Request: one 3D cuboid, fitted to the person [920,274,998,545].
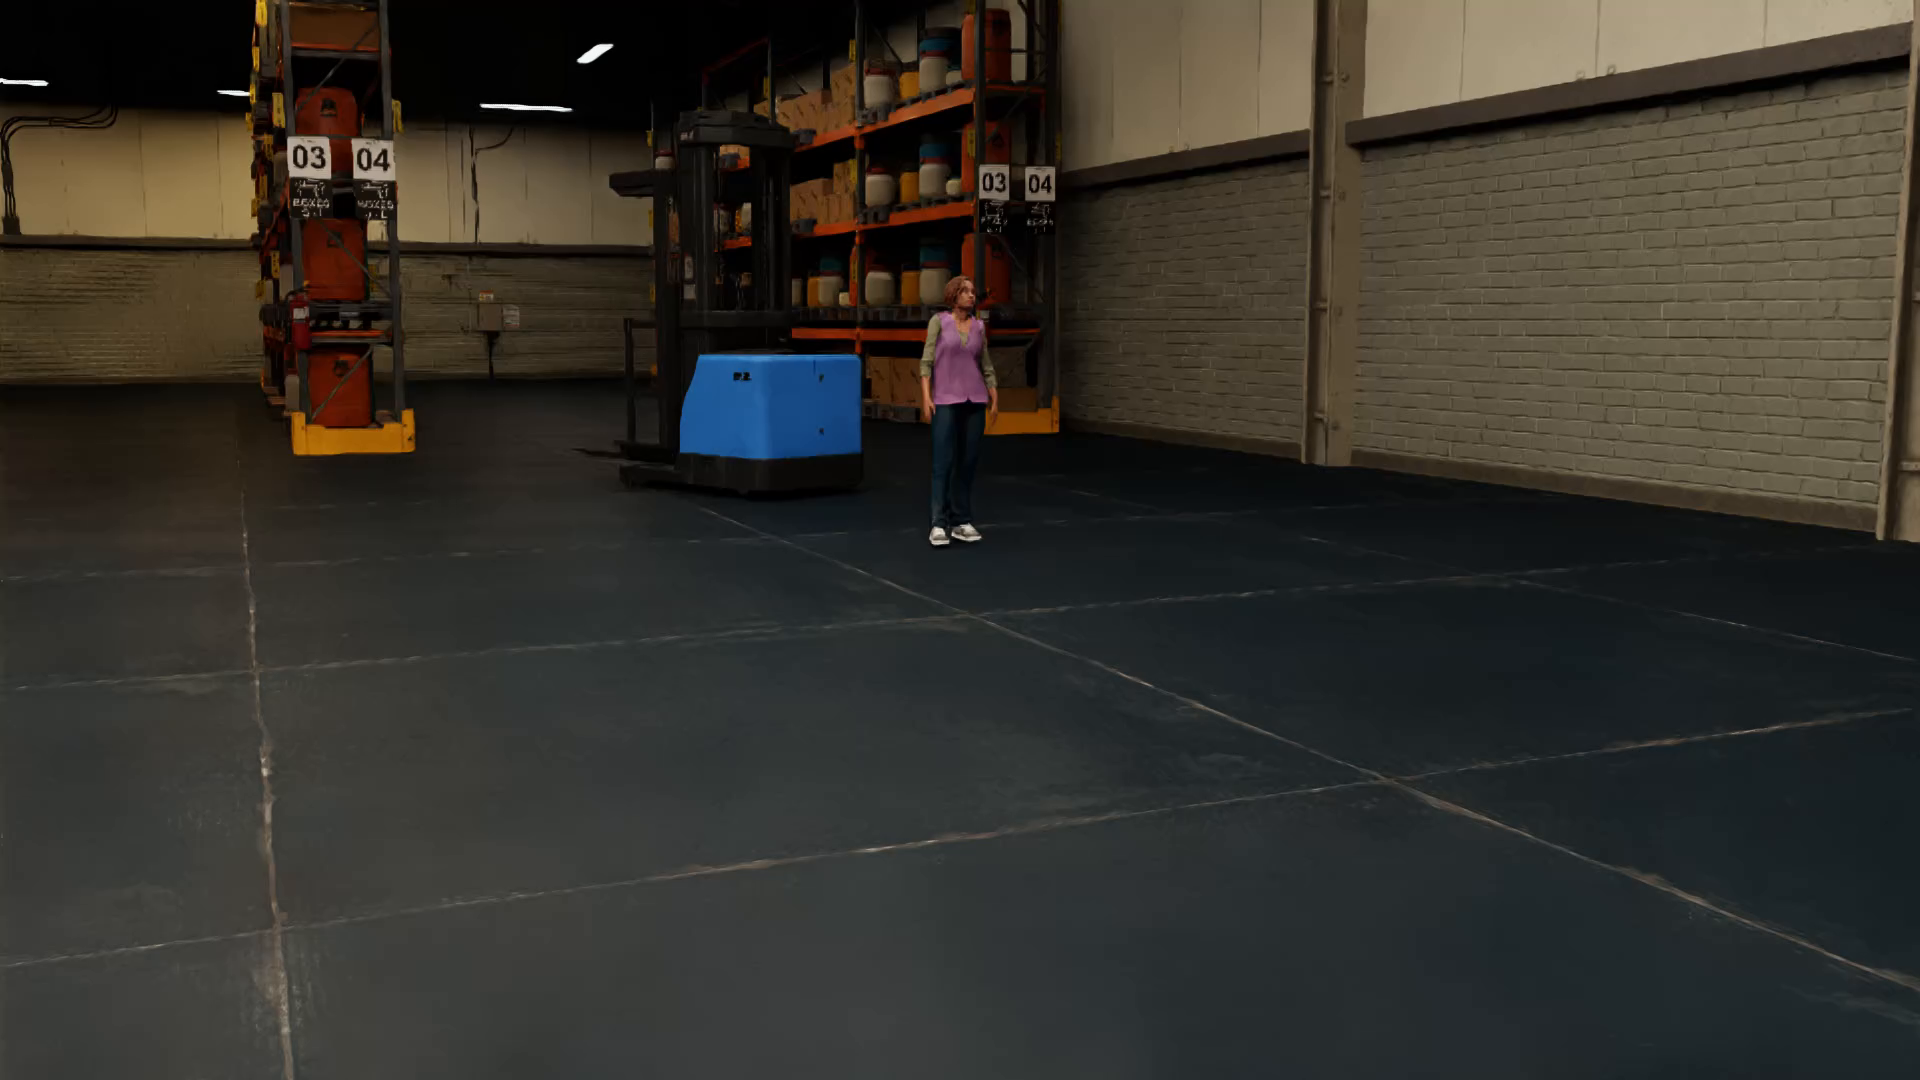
[{"bbox_3d":[0.017,-0.786,9.976,0.520,1.591,0.474,-3,8,-23],"label":"person"}]

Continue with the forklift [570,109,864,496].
[{"bbox_3d":[-2.132,-1.925,13.547,1.130,2.935,3.031,-7,10,-43],"label":"forklift"}]
